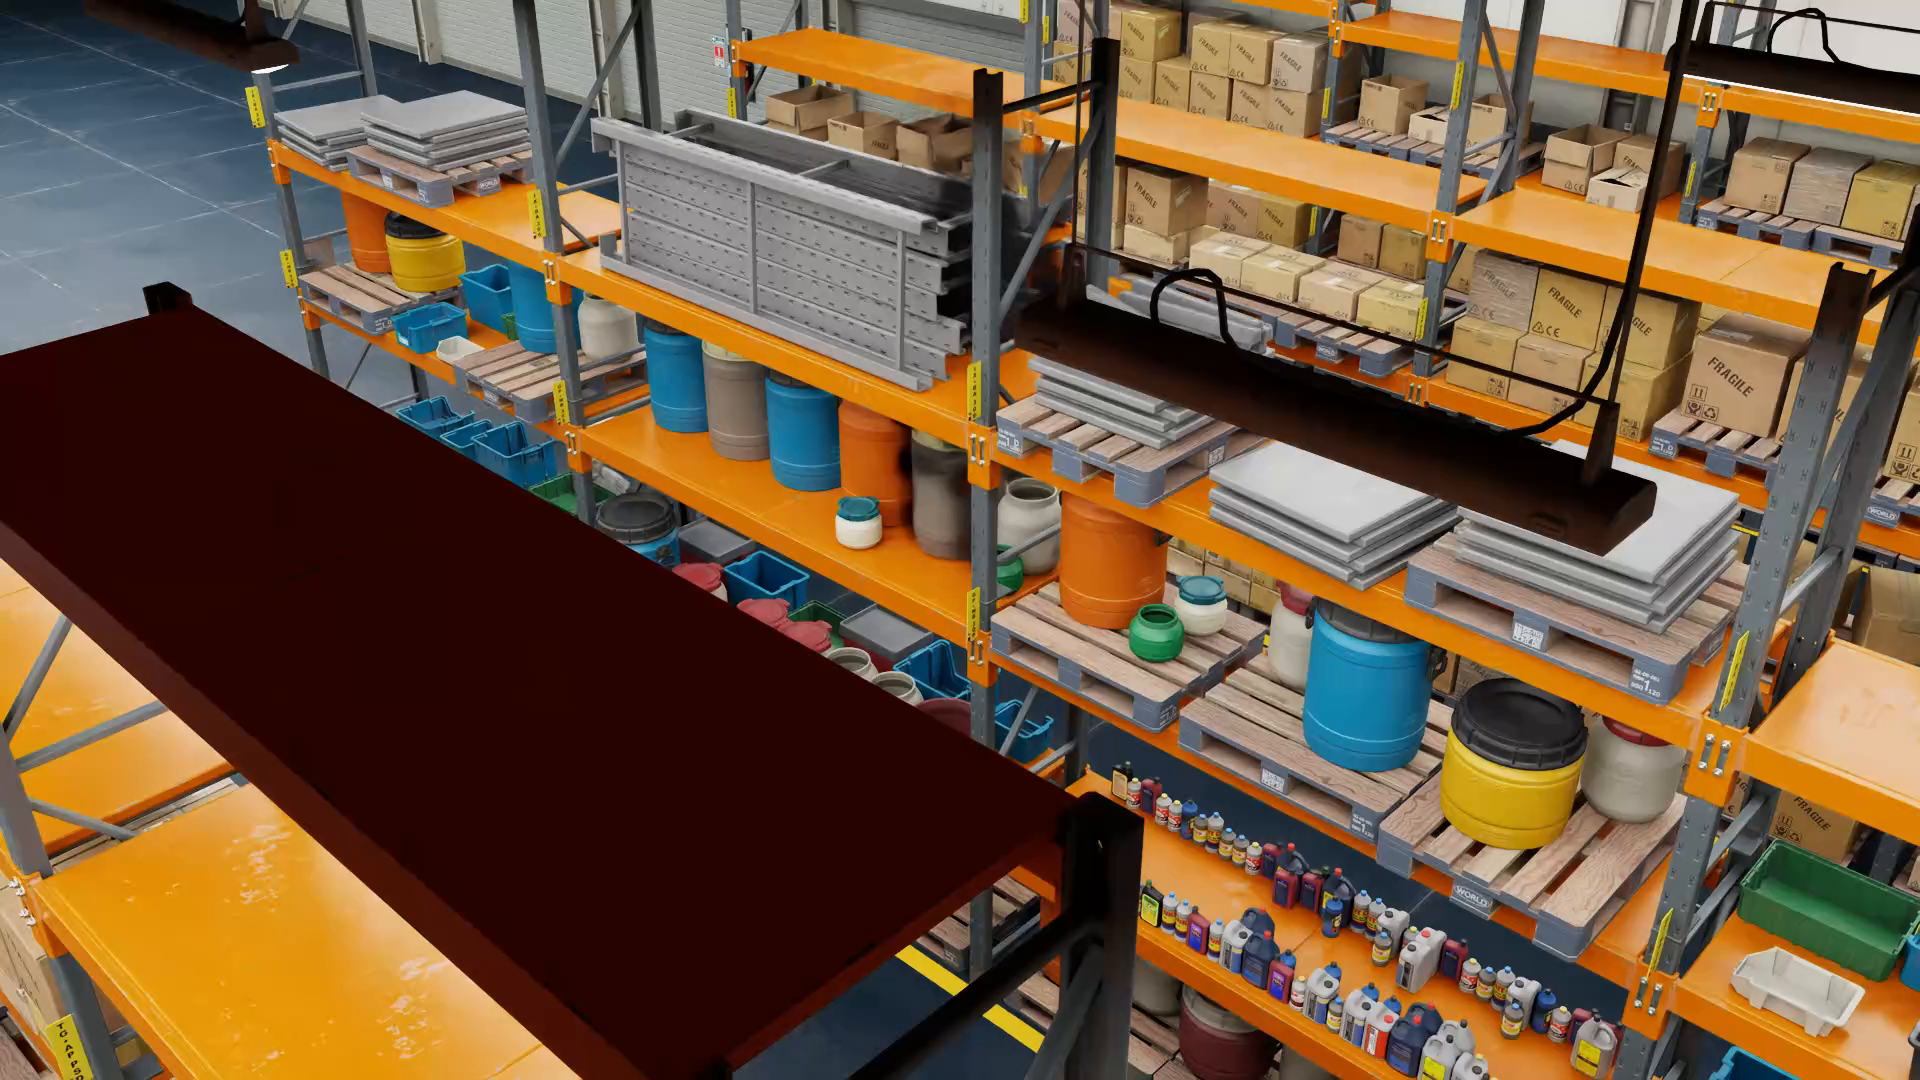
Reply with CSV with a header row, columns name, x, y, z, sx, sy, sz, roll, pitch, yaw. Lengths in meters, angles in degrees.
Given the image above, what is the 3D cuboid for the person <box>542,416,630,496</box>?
name,x,y,z,sx,sy,sz,roll,pitch,yaw
person,-3.687,-1.001,16.402,0.820,1.590,0.715,6,30,10
